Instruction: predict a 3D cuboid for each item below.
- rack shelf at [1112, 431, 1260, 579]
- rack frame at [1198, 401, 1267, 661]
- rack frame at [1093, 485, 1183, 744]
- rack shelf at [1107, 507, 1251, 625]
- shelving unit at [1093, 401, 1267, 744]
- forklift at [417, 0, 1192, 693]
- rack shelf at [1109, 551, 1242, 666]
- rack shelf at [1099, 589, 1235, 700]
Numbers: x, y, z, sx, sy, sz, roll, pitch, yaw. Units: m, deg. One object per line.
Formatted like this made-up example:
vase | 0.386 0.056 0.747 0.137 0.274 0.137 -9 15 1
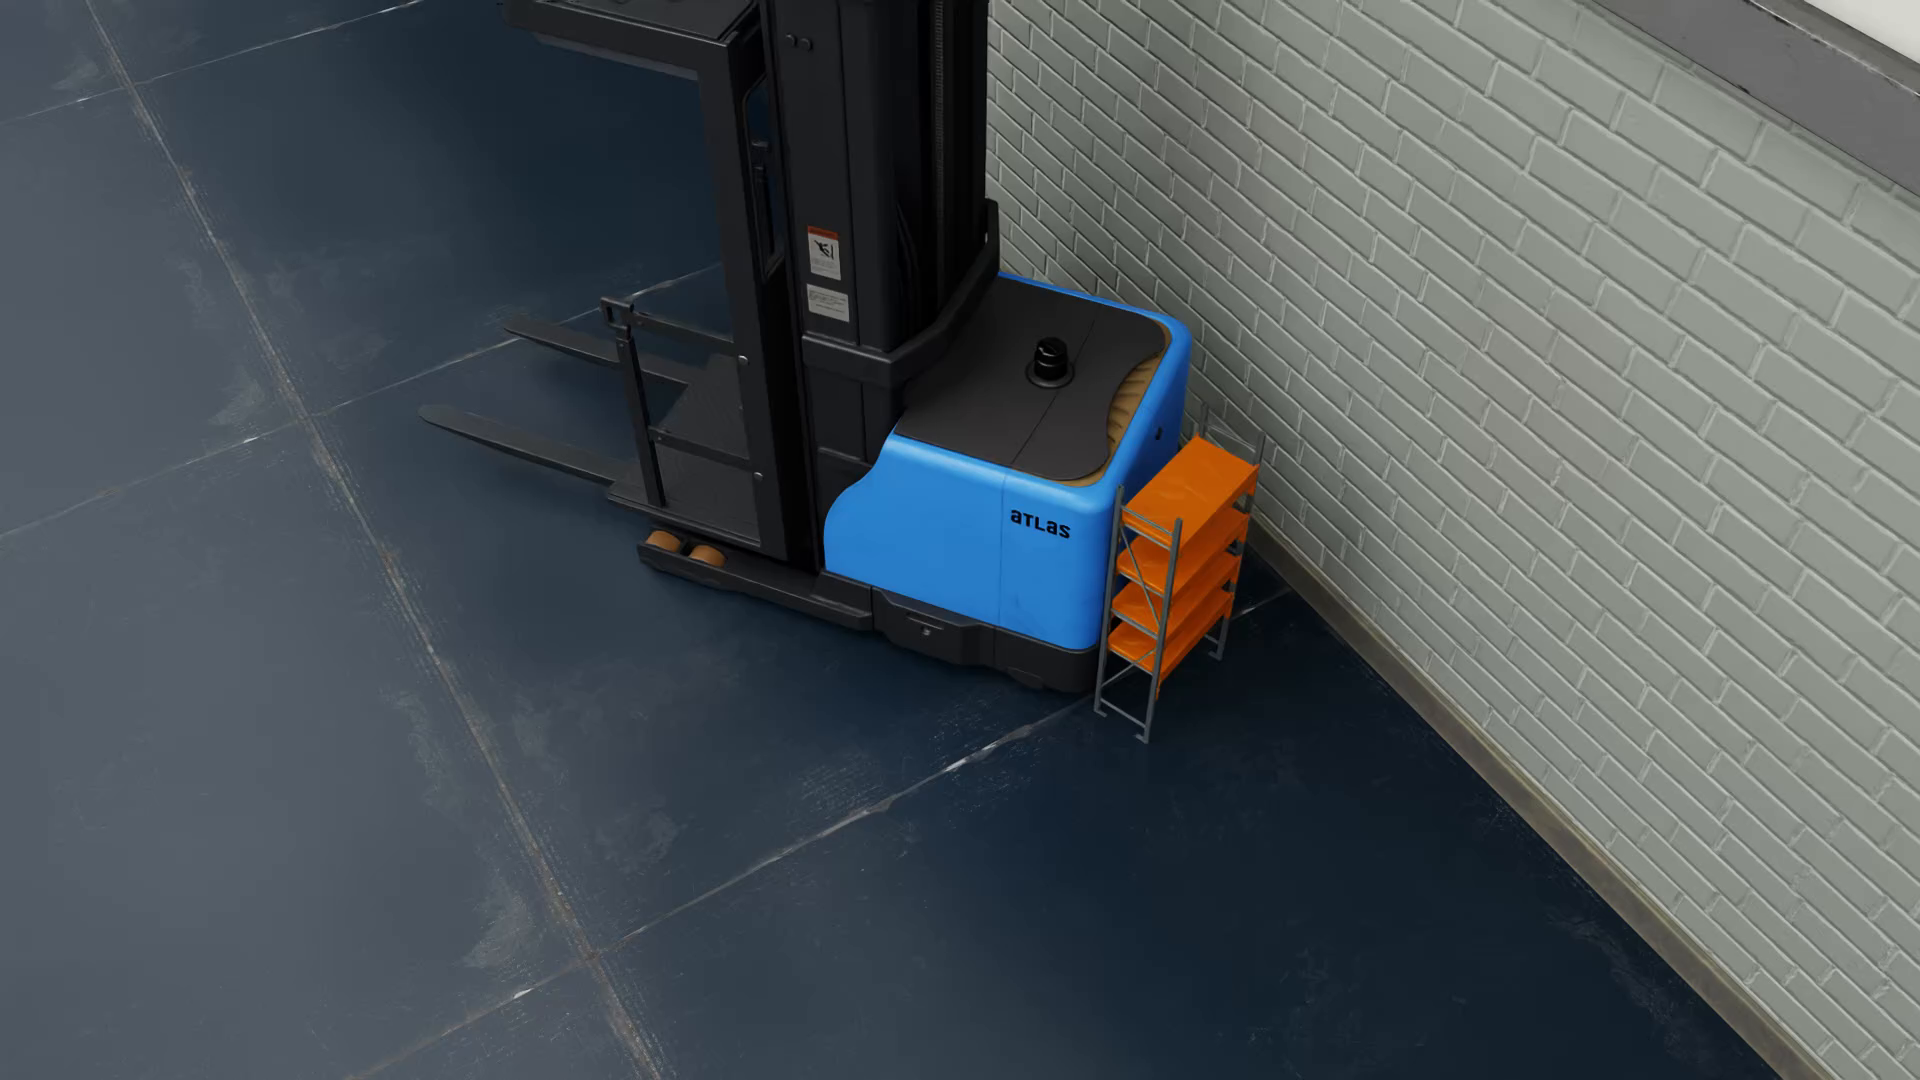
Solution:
rack shelf | 0.745 -0.120 5.472 0.258 0.148 0.480 31 55 24
rack frame | 0.896 -0.001 5.892 0.240 1.200 0.015 31 55 24
rack frame | 0.592 0.284 5.639 0.240 1.200 0.015 31 55 24
rack shelf | 0.744 0.037 5.649 0.258 0.148 0.480 31 55 24
shelving unit | 0.744 0.141 5.766 0.258 1.200 0.503 31 55 24
forklift | -0.718 -1.139 5.747 3.031 2.935 1.130 17 51 15
rack shelf | 0.744 0.186 5.816 0.258 0.148 0.480 31 55 24
rack shelf | 0.744 0.318 5.964 0.258 0.148 0.480 31 55 24
